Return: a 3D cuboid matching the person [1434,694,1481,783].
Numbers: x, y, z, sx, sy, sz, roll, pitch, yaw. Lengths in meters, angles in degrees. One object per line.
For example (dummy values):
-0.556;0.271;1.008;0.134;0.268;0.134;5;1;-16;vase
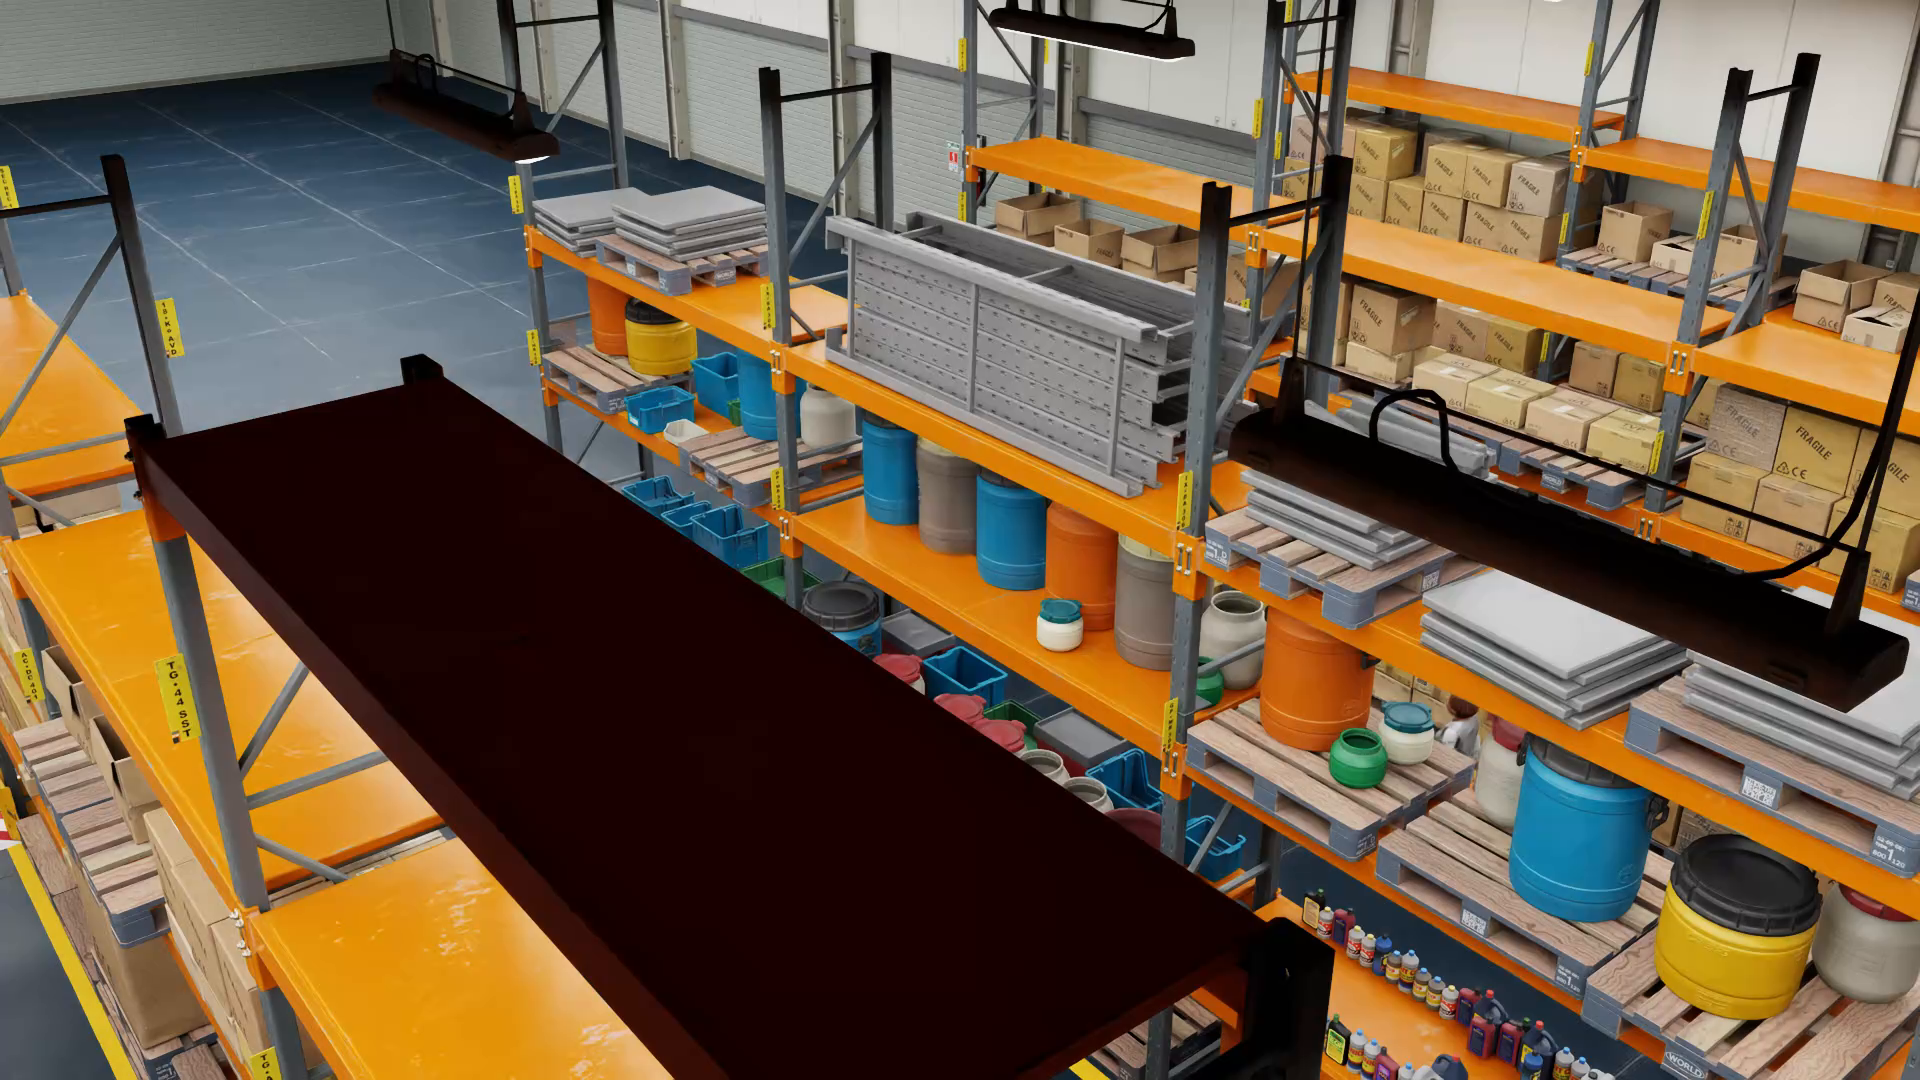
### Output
3.756;1.803;12.702;1.010;1.499;0.469;22;34;38;person
